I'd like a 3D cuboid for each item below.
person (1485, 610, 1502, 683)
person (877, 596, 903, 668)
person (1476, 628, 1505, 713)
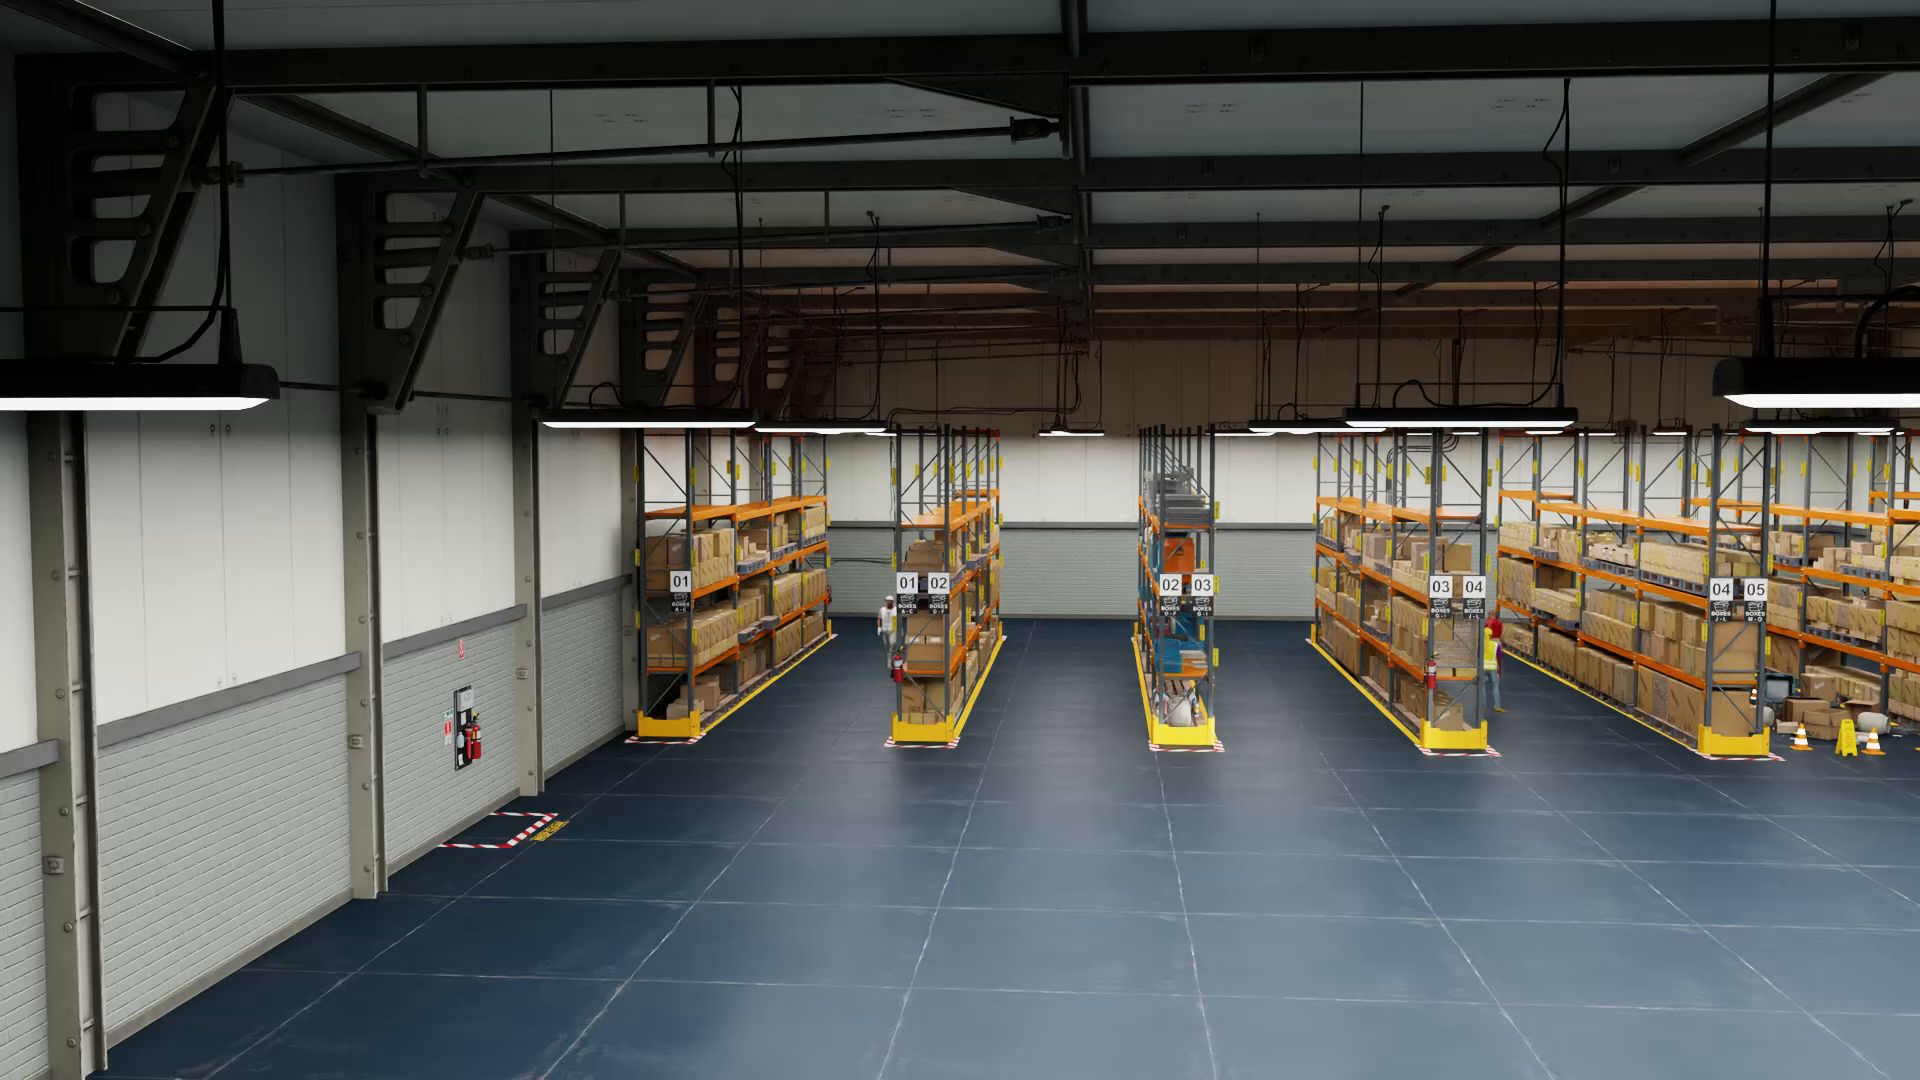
[{"bbox_3d":[12.481,2.523,38.934,0.541,1.776,0.609,0,3,-6],"label":"person"},{"bbox_3d":[-1.808,2.288,41.855,0.583,1.751,0.925,1,4,19],"label":"person"},{"bbox_3d":[11.081,2.729,34.792,0.672,1.780,0.457,1,4,9],"label":"person"}]
